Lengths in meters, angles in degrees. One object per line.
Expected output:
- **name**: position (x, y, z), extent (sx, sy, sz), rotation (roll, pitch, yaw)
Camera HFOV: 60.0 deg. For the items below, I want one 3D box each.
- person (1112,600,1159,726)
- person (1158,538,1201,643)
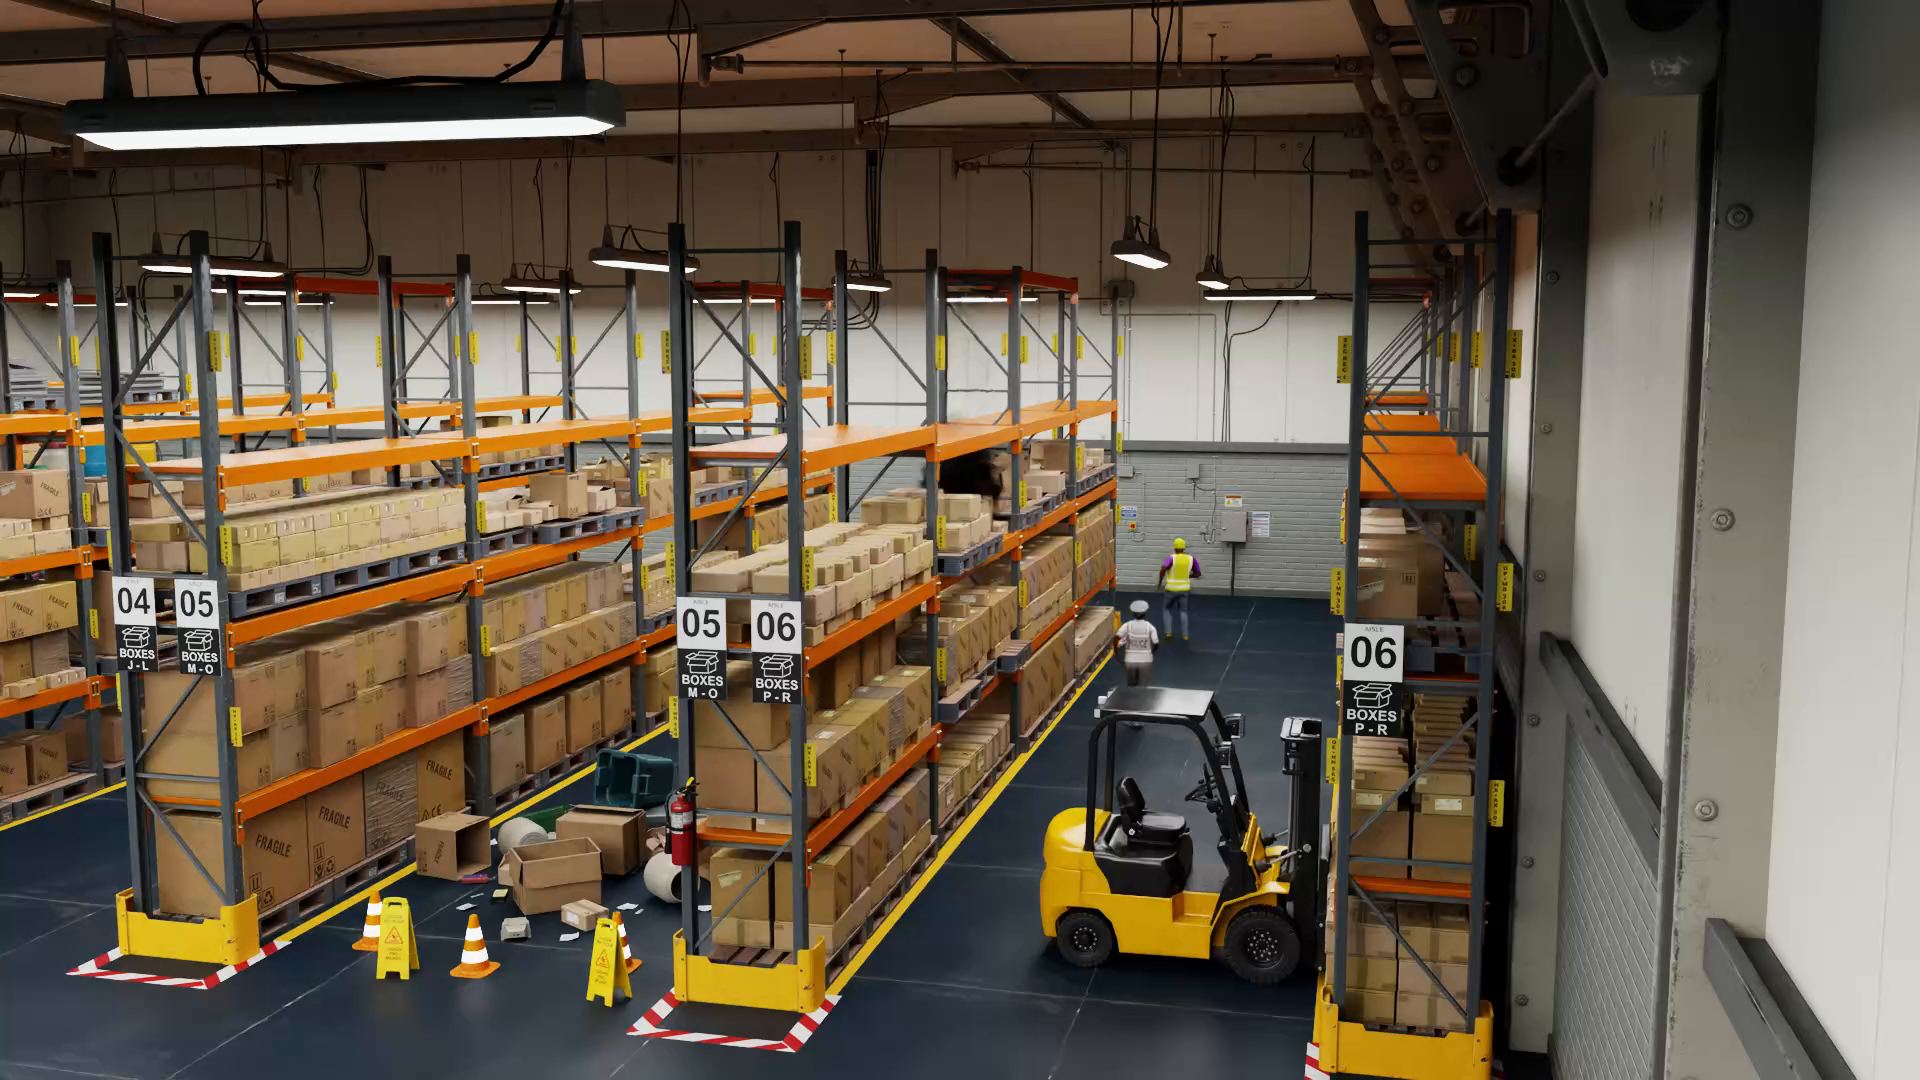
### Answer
- **person**: position (2.355, 1.642, 22.171), extent (0.596, 1.690, 0.644), rotation (2, 7, 15)
- **person**: position (3.684, 0.898, 27.960), extent (0.770, 1.850, 0.658), rotation (-1, 7, -10)
